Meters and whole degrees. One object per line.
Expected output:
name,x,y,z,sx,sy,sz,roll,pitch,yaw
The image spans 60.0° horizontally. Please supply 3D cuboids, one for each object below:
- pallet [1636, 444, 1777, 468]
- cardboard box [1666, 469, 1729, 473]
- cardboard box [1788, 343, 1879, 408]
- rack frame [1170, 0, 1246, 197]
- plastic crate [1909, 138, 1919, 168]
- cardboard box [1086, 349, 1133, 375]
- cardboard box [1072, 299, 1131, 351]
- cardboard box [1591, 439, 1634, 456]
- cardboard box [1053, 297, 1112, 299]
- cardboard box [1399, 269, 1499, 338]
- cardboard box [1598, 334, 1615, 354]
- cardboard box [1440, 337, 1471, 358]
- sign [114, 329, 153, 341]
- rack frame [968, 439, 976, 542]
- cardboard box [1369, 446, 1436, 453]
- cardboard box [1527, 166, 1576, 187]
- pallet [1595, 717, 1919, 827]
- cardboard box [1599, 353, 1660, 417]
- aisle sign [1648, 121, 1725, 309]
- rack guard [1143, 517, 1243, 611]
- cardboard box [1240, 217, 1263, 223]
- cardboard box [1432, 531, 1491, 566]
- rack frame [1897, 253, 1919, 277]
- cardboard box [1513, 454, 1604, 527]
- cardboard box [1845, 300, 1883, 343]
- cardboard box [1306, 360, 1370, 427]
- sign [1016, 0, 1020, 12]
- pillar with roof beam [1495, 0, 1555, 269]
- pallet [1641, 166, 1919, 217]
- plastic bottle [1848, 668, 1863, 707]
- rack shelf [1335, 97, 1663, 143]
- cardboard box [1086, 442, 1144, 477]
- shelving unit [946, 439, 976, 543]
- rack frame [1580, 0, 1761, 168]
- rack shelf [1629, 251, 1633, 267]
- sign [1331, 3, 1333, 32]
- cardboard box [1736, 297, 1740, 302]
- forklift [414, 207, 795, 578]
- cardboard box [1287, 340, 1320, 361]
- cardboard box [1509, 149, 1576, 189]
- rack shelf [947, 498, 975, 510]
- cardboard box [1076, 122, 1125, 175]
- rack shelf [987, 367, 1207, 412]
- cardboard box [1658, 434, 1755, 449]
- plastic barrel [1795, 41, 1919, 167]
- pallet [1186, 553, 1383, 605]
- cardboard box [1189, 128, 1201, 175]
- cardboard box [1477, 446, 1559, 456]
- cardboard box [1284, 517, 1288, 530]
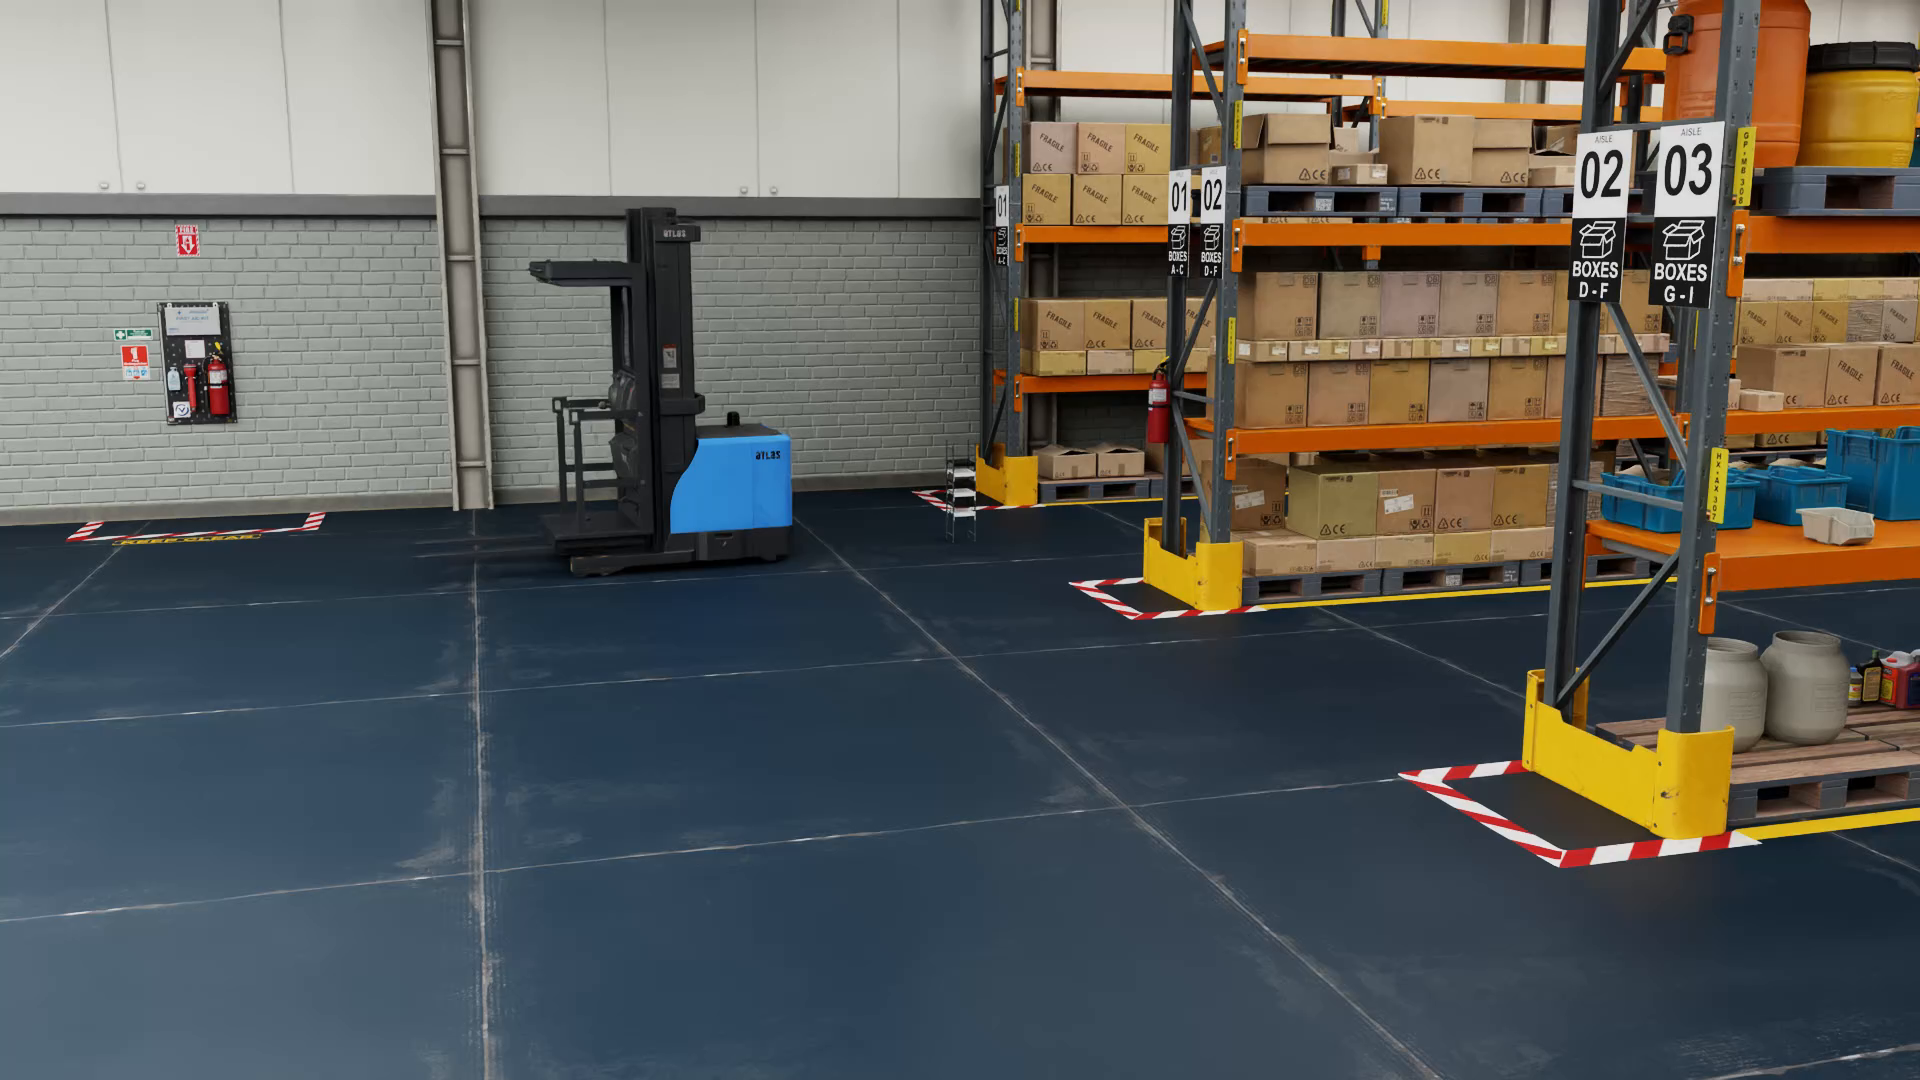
pallet,8.867,-0.983,19.800,1.213,0.211,1.003,-3,11,-16
cardboard box,6.443,-0.492,14.317,0.500,0.311,0.500,-3,11,-14
cardboard box,7.365,-1.401,14.095,0.500,0.500,0.500,-3,11,-16
rack frame,1.796,-4.012,11.984,0.127,3.000,1.000,-3,11,-16
plastic crate,4.924,-1.816,8.387,0.575,0.384,0.392,-3,11,-16
cardboard box,1.460,-1.857,17.206,0.500,0.250,0.500,-3,11,-18
cardboard box,1.428,-2.222,17.121,0.500,0.500,0.500,-3,11,-16
cardboard box,7.412,-1.269,19.342,0.500,0.500,0.700,-3,11,-15
cardboard box,1.287,-2.312,17.607,0.500,0.500,0.500,-3,11,-15
cardboard box,3.767,-1.851,12.958,0.500,0.500,0.700,-3,11,-16
cardboard box,4.947,-1.555,13.141,0.250,0.149,0.380,-3,11,-18
cardboard box,3.709,-1.490,12.785,0.250,0.149,0.380,-3,11,-15
sign,-7.859,-1.953,15.807,0.331,0.109,0.001,-3,11,-16
rack frame,0.105,-0.448,14.995,0.006,0.900,0.240,-3,11,-16
cardboard box,4.951,-1.152,18.707,0.500,0.500,0.700,-3,11,-14
cardboard box,4.555,-2.782,12.737,0.250,0.149,0.380,-3,11,-16
pallet,4.018,1.119,8.384,1.213,0.211,1.003,-3,11,-16
cardboard box,5.212,-1.289,13.489,0.500,0.500,0.700,-3,11,-17
aisle sign,3.190,-1.424,7.317,0.004,0.787,0.394,-3,11,-16
rack guard,1.773,0.169,12.746,0.348,0.500,1.175,-3,11,-16
cardboard box,2.822,-3.532,17.333,0.500,0.500,0.500,-3,11,-18
cardboard box,3.814,0.020,13.086,0.500,0.250,0.500,-3,11,-16
rack frame,11.930,-2.530,20.502,0.127,3.000,1.000,-3,11,-16
cardboard box,4.769,-0.402,13.309,0.500,0.500,0.500,-3,11,-16
cardboard box,10.585,-2.616,19.820,0.500,0.500,0.500,-3,11,-16
cardboard box,2.751,-1.159,12.783,0.500,0.500,0.700,-3,11,-14
sign,0.560,-5.277,16.056,0.005,0.325,0.100,-3,11,-16
pillar with roof beam,7.802,-4.614,15.254,0.400,9.000,9.100,-3,11,-16
pallet,3.999,-1.607,7.729,1.213,0.211,1.003,-3,11,-16
plastic bottle,4.818,0.791,8.981,0.097,0.201,0.097,0,10,0
rack shelf,6.169,-4.626,18.411,4.000,0.370,1.077,-3,11,-16
cardboard box,1.645,-0.865,17.669,0.500,0.311,0.500,-2,11,-11
shelving unit,0.008,-0.443,14.967,0.210,0.900,0.258,-3,11,-16
rack frame,3.177,-3.150,7.305,0.127,3.000,1.000,-3,11,-16
rack shelf,7.557,-2.486,13.970,4.000,0.370,1.077,-3,11,-16
sign,4.088,-5.709,18.183,0.005,0.325,0.100,-3,11,-16
cardboard box,8.625,-2.881,19.186,0.500,0.250,0.500,-3,11,-15
forklift,-2.973,-1.245,13.716,3.031,2.935,1.130,-4,11,-21
cardboard box,2.486,-1.426,12.439,0.250,0.149,0.380,-3,11,-17
cardboard box,4.561,-2.964,13.274,0.500,0.311,0.500,-4,11,-19
rack shelf,0.008,-0.322,14.990,0.200,0.077,0.258,-3,11,-16
cardboard box,1.341,-3.942,16.797,0.500,0.500,0.500,-3,11,-17
rack shelf,2.328,-1.670,17.818,4.000,0.370,1.077,-3,11,-16
cardboard box,8.832,-1.491,19.637,0.750,0.750,0.750,-3,11,-17
plastic barrel,4.236,-2.054,7.955,0.600,0.588,0.600,0,10,0
pallet,2.519,0.264,13.029,1.213,0.211,1.003,-3,11,-16
cardboard box,2.234,-4.090,17.602,0.500,0.500,0.500,-3,11,-16
cardboard box,4.626,-0.491,13.793,0.500,0.500,0.500,-3,11,-16
cardboard box,2.705,-0.021,13.313,0.500,0.250,0.500,-3,11,-16
